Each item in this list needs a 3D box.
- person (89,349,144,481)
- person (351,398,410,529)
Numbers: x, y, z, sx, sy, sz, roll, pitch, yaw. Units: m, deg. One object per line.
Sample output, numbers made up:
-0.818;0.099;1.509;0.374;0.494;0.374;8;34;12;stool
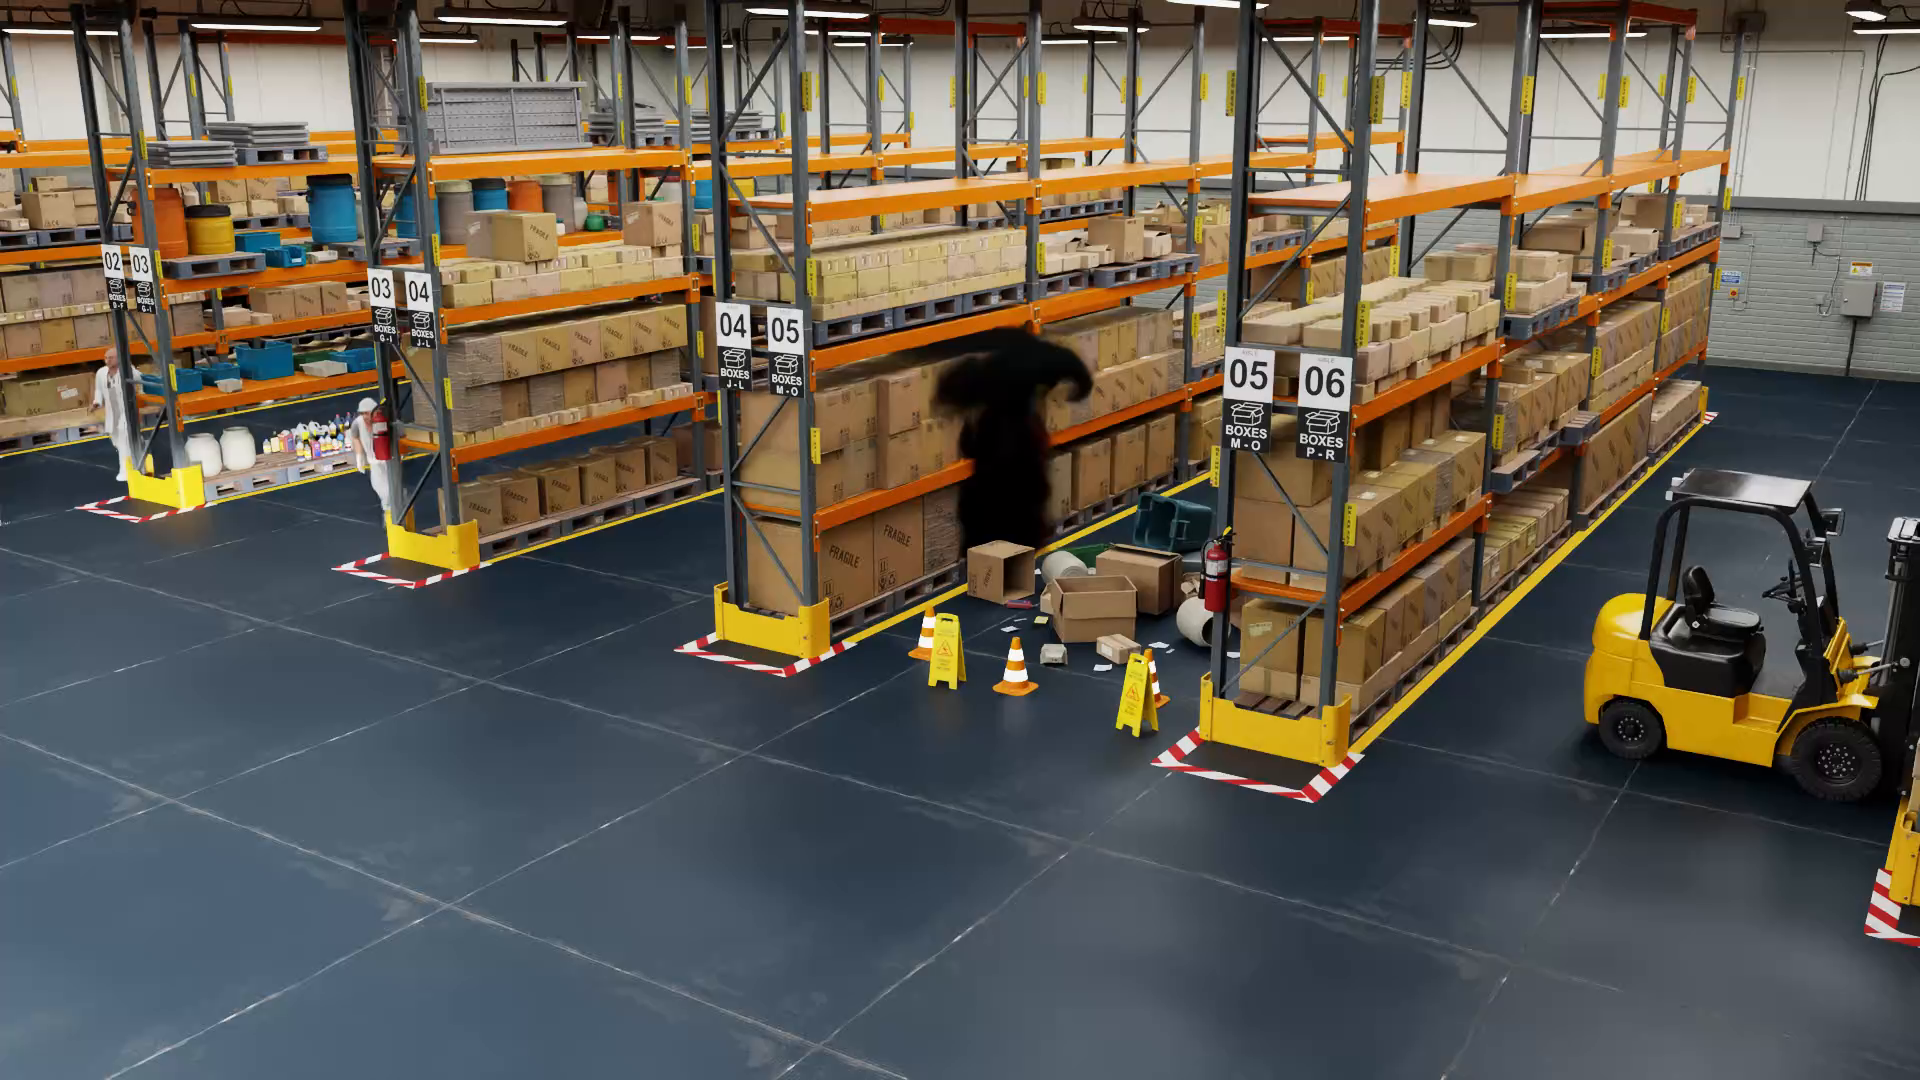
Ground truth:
-11.097;-1.602;22.135;0.693;1.532;0.852;1;16;5;person
-6.789;-0.935;19.596;0.650;1.602;0.962;1;16;5;person
